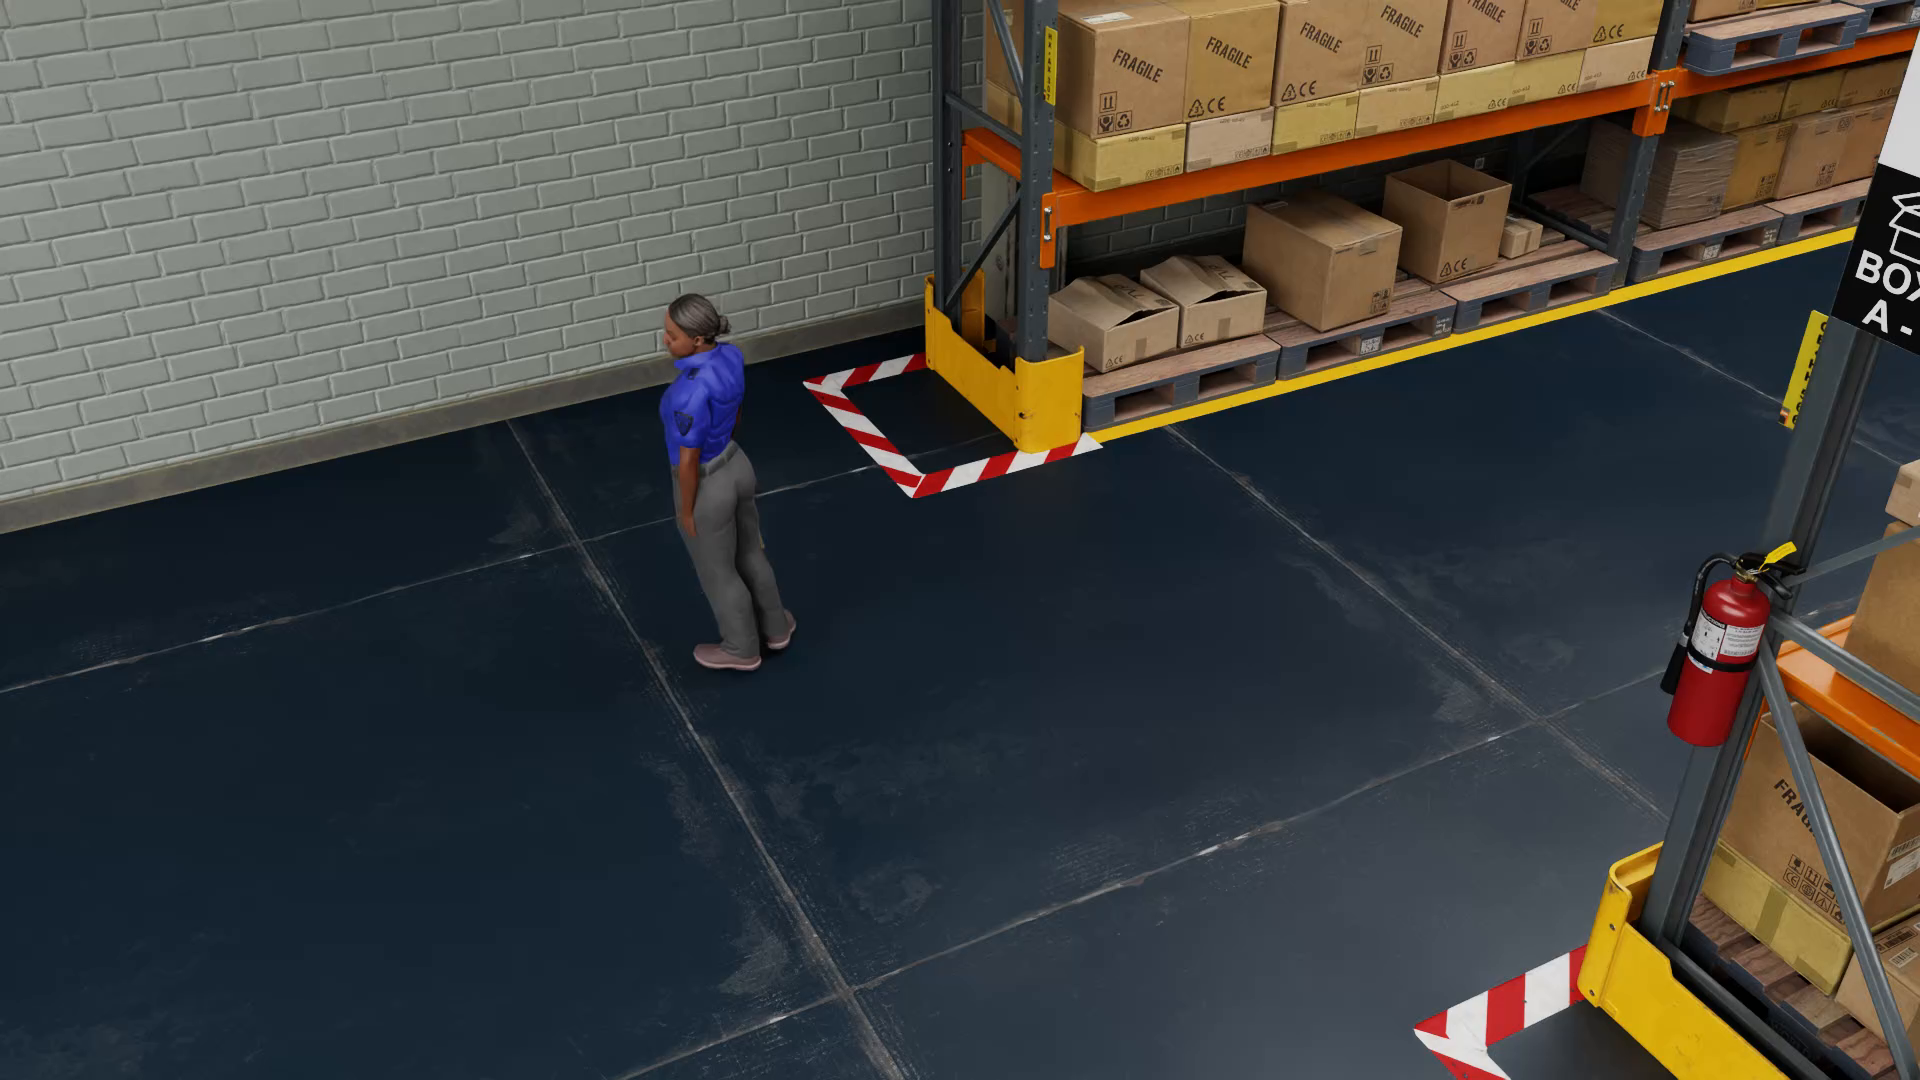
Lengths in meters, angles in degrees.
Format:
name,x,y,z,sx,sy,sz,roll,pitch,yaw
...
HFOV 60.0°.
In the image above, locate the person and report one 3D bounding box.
name,x,y,z,sx,sy,sz,roll,pitch,yaw
person,-0.946,-0.225,6.394,0.391,1.589,0.481,13,35,19
